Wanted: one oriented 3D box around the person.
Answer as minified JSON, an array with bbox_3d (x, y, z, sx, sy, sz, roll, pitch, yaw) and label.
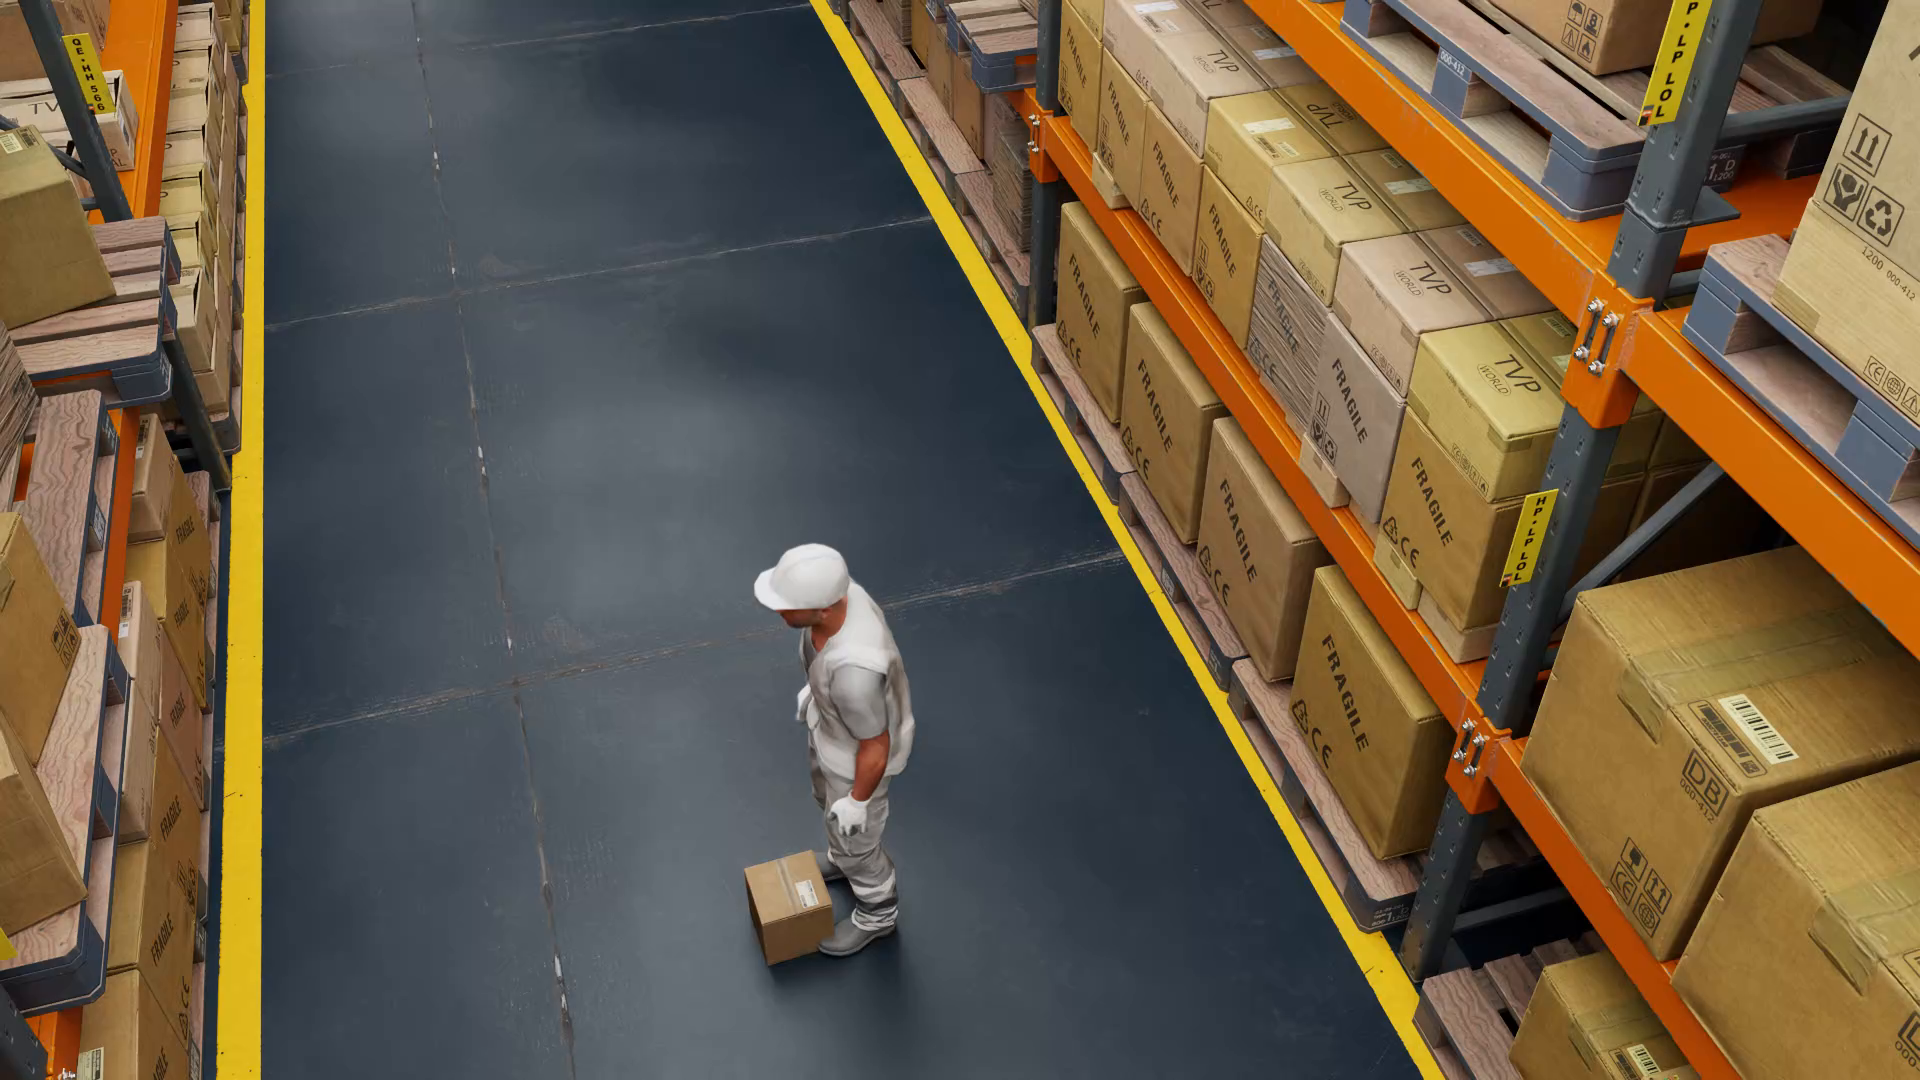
[{"bbox_3d":[-0.387,0.670,5.400,0.449,1.780,0.607,-12,43,-13],"label":"person"}]
